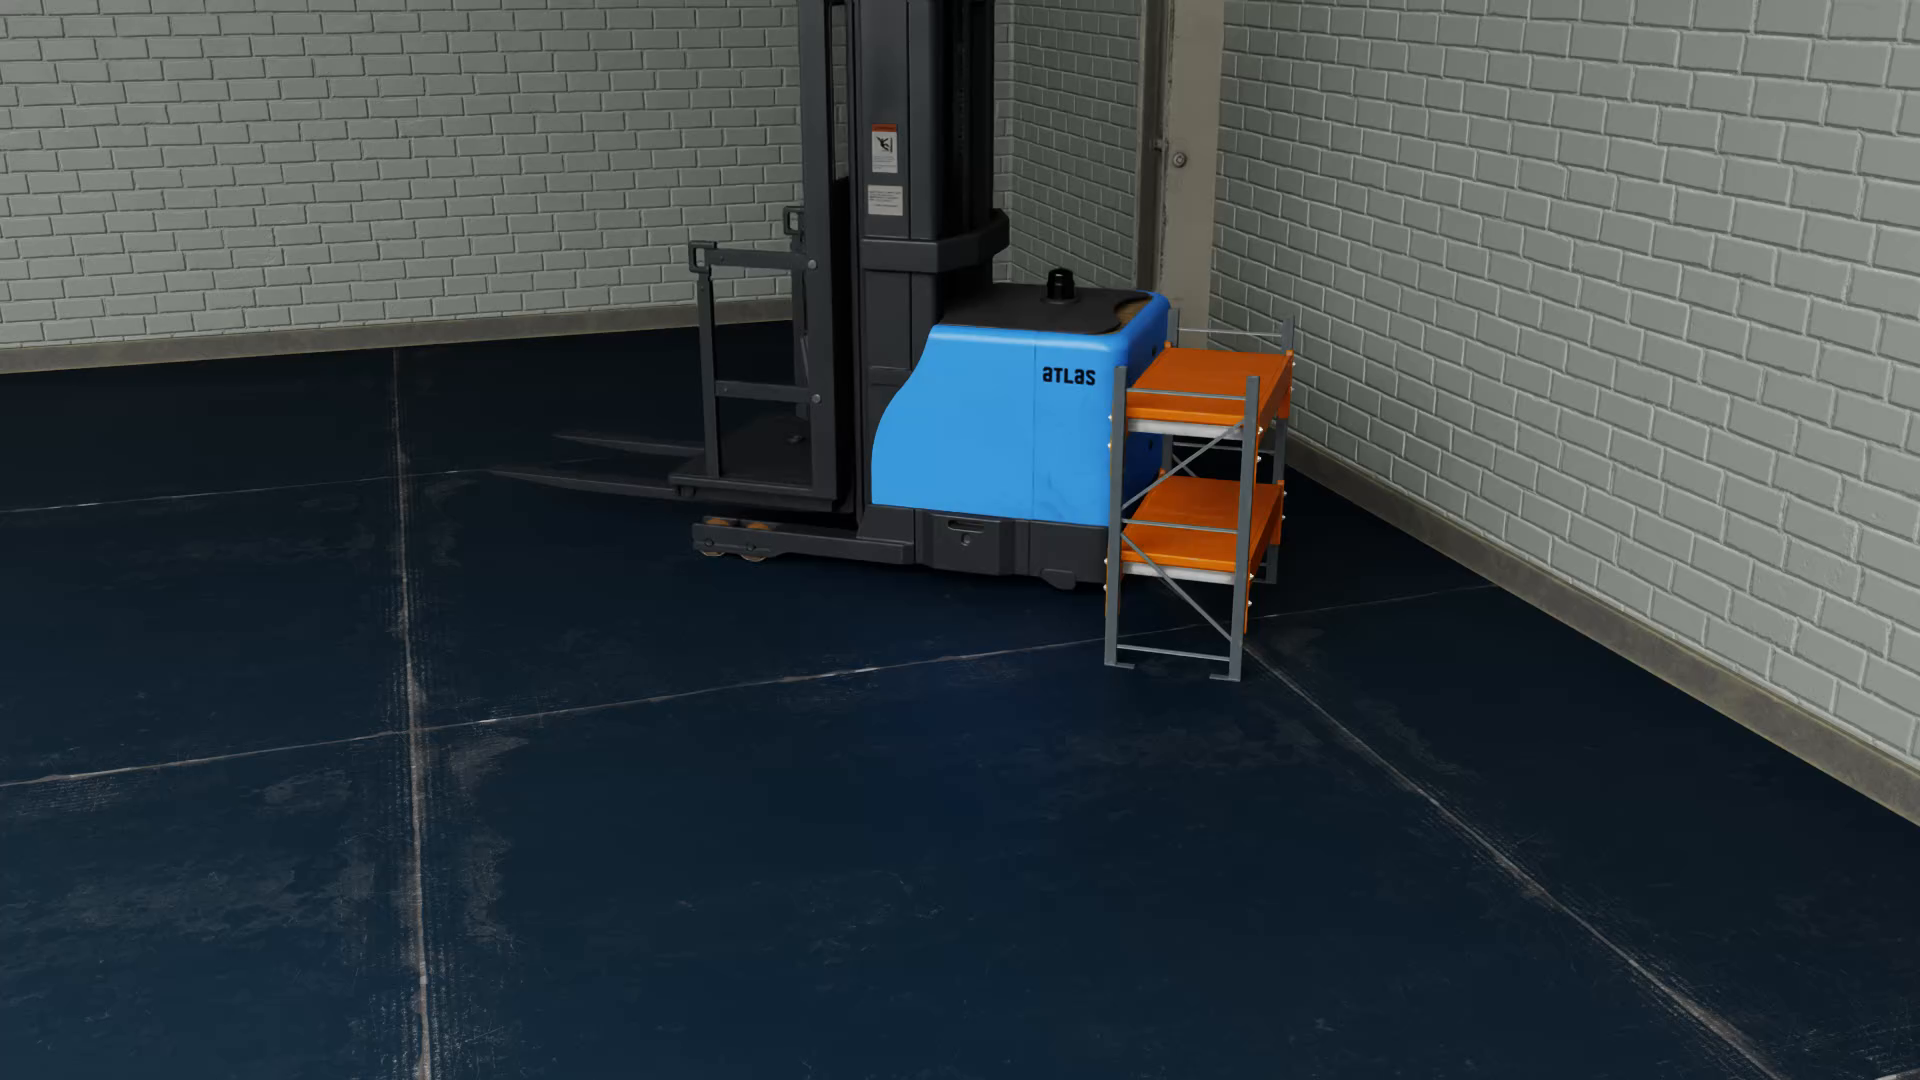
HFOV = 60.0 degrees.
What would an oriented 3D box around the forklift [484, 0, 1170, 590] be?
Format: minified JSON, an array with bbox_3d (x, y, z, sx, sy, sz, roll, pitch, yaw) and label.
[{"bbox_3d":[-0.649,-1.447,7.110,3.031,2.935,1.130,6,21,16],"label":"forklift"}]

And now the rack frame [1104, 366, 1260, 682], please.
[{"bbox_3d":[0.775,-0.047,5.883,0.500,1.125,0.032,6,21,16],"label":"rack frame"}]

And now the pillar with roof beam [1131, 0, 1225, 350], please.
[{"bbox_3d":[-2.910,-4.539,6.742,9.100,9.000,0.400,-6,21,-17],"label":"pillar with roof beam"}]

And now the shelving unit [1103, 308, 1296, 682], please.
[{"bbox_3d":[0.926,-0.211,6.340,0.538,1.125,1.048,6,21,16],"label":"shelving unit"}]

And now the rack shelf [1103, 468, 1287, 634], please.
[{"bbox_3d":[0.926,0.019,6.423,0.538,0.278,1.000,6,21,16],"label":"rack shelf"}]

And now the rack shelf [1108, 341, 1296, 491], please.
[{"bbox_3d":[0.926,-0.486,6.241,0.538,0.278,1.000,6,21,16],"label":"rack shelf"}]

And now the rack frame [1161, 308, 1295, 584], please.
[{"bbox_3d":[1.077,-0.375,6.797,0.500,1.125,0.032,6,21,16],"label":"rack frame"}]
